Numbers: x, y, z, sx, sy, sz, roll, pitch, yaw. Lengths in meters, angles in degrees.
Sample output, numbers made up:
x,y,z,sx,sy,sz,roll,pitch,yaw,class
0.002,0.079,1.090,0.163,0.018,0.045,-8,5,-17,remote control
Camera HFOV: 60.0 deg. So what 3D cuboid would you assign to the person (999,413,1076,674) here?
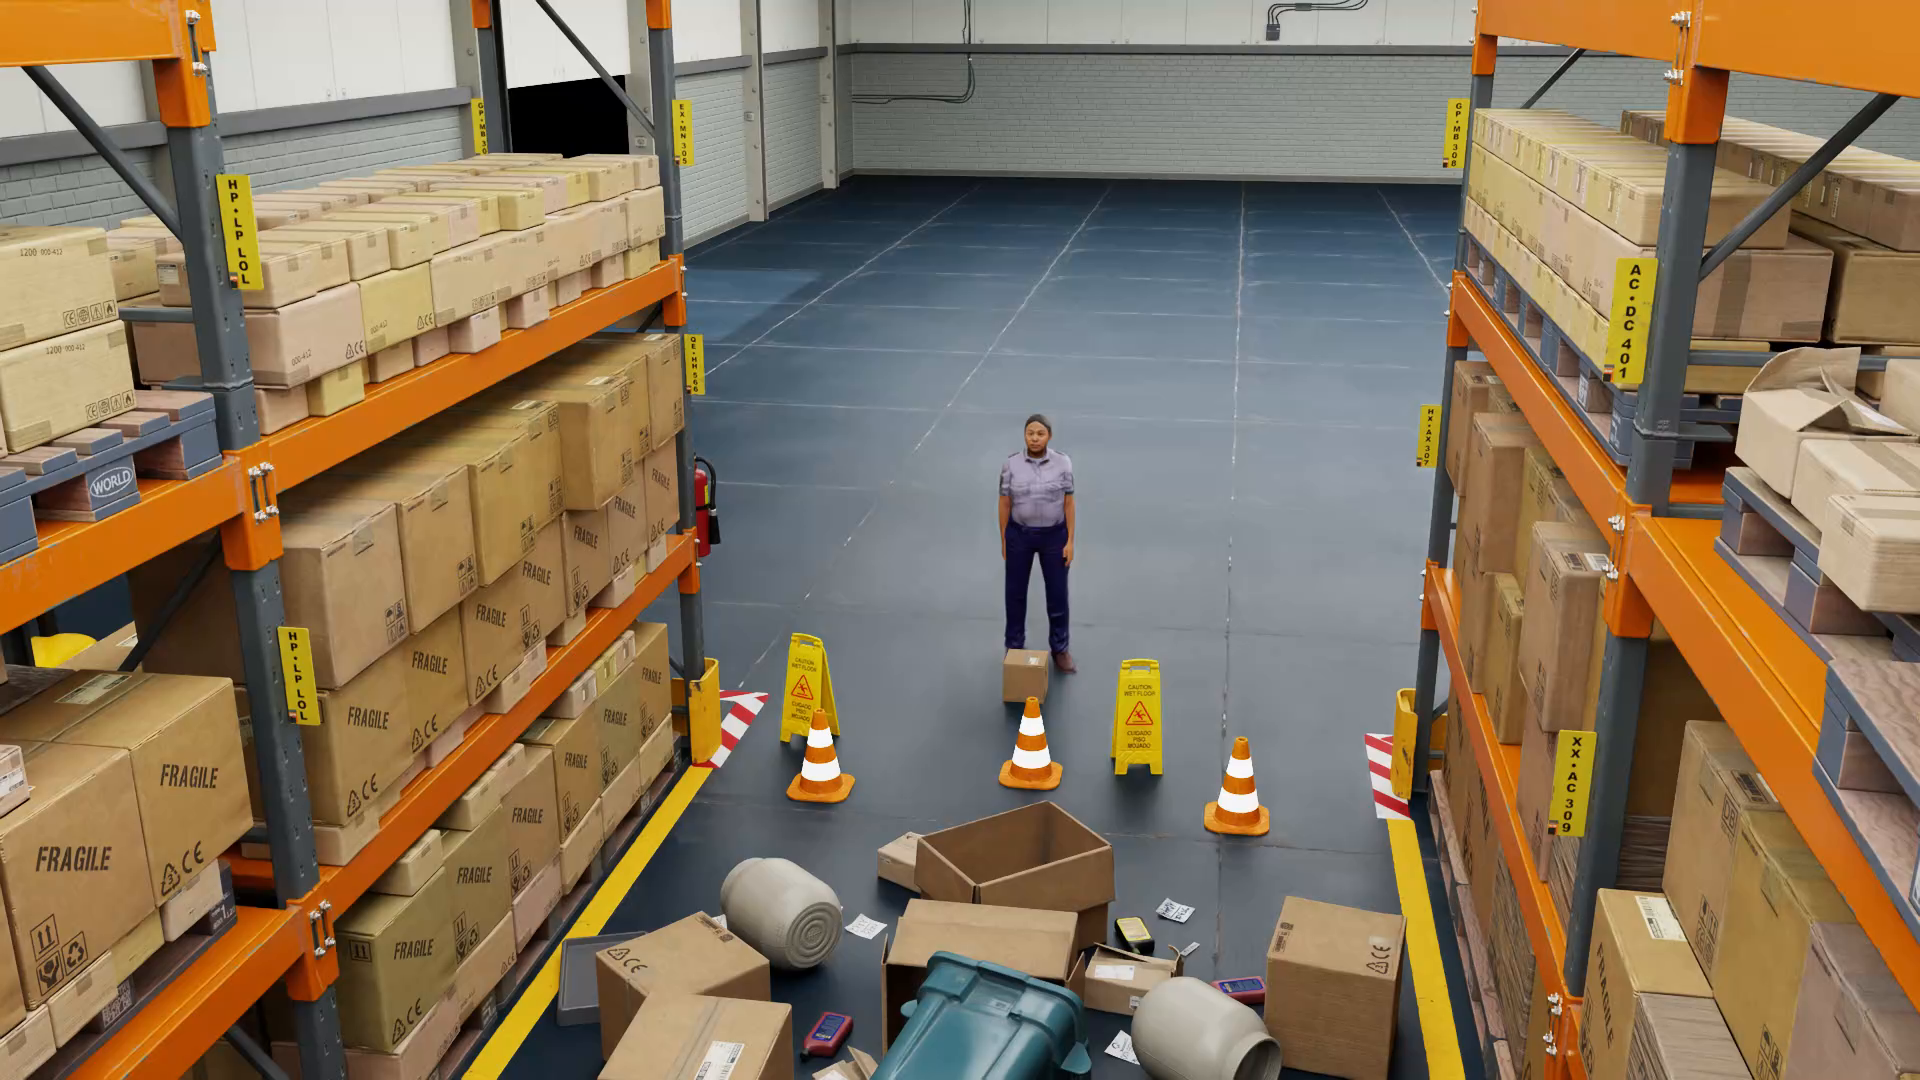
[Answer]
x,y,z,sx,sy,sz,roll,pitch,yaw,class
0.494,0.029,10.490,0.506,1.657,0.351,1,18,2,person
